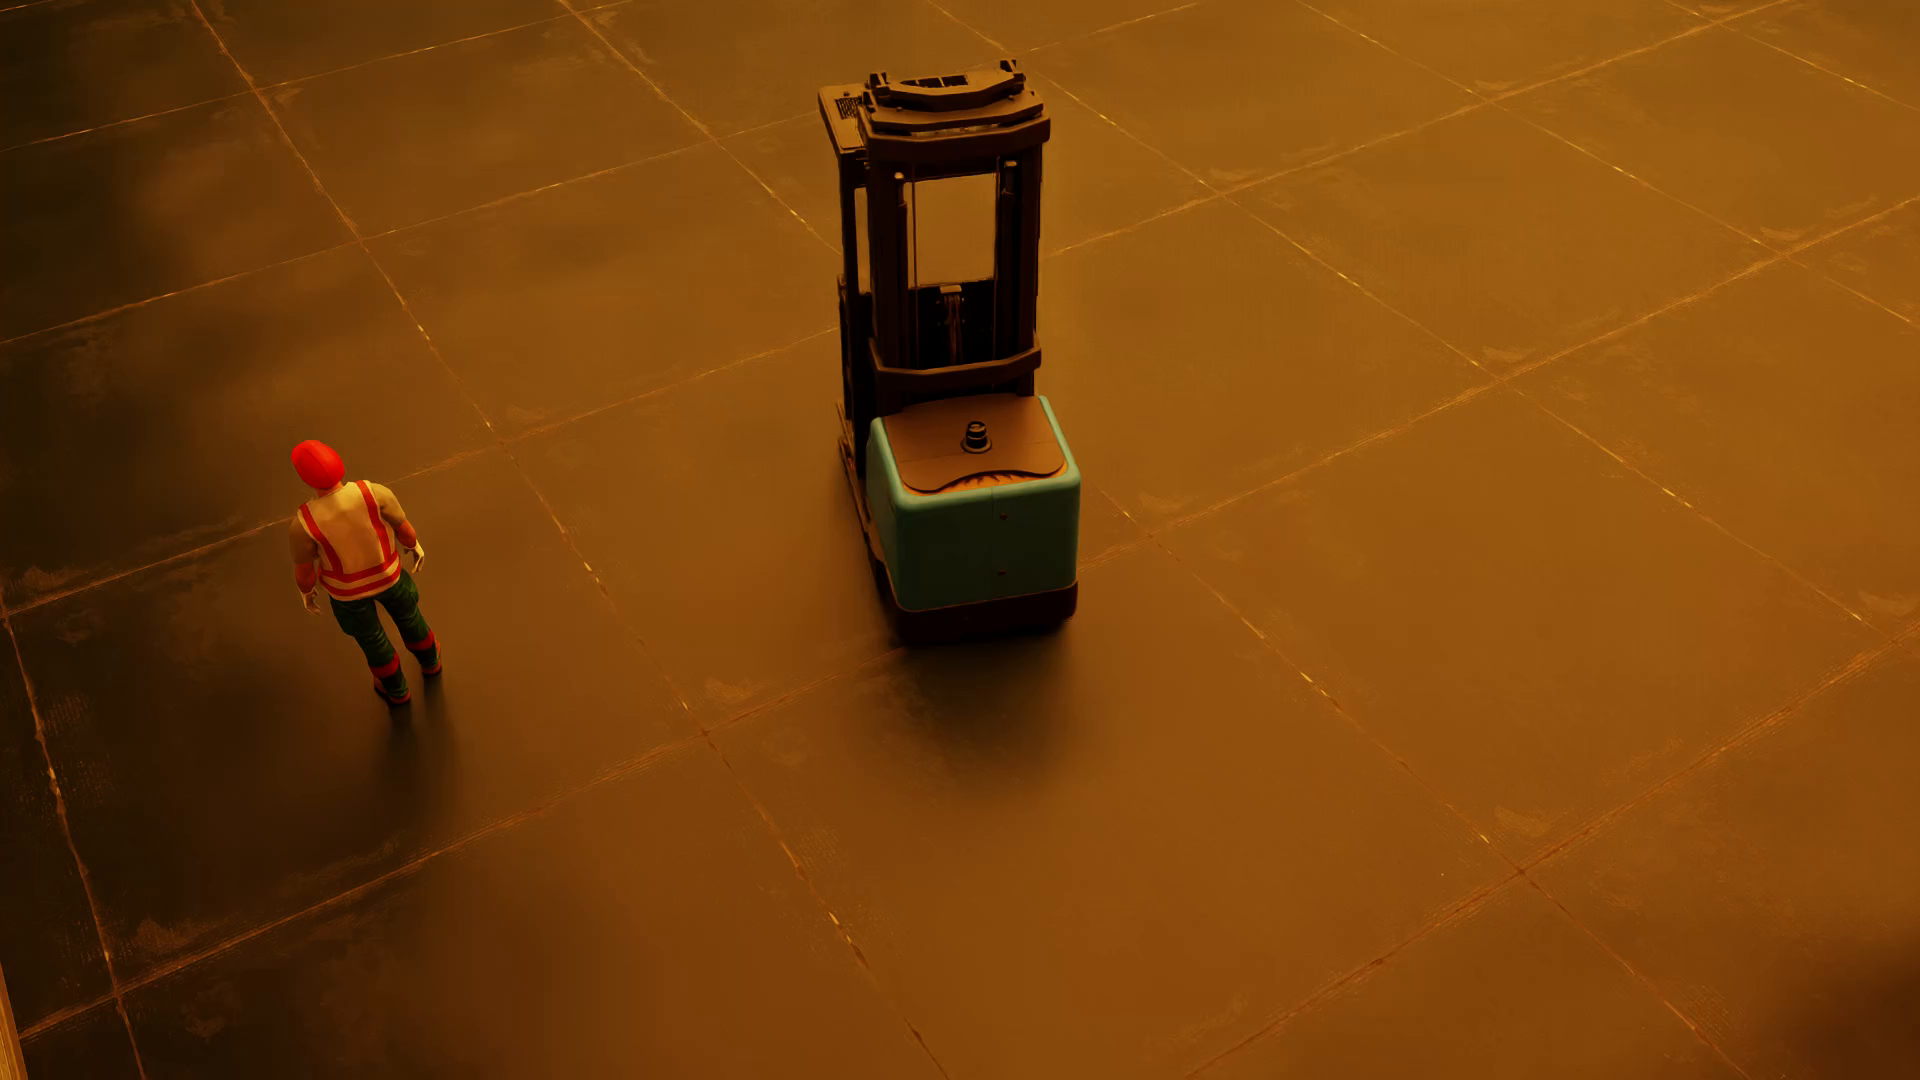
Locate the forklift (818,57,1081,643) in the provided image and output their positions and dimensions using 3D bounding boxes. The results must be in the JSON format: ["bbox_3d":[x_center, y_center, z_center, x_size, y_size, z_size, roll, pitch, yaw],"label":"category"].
[{"bbox_3d":[-0.159,-1.506,9.594,1.130,2.935,3.031,-8,42,-10],"label":"forklift"}]

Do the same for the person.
[{"bbox_3d":[-3.093,0.141,8.566,0.638,1.787,0.566,-23,46,-24],"label":"person"}]
